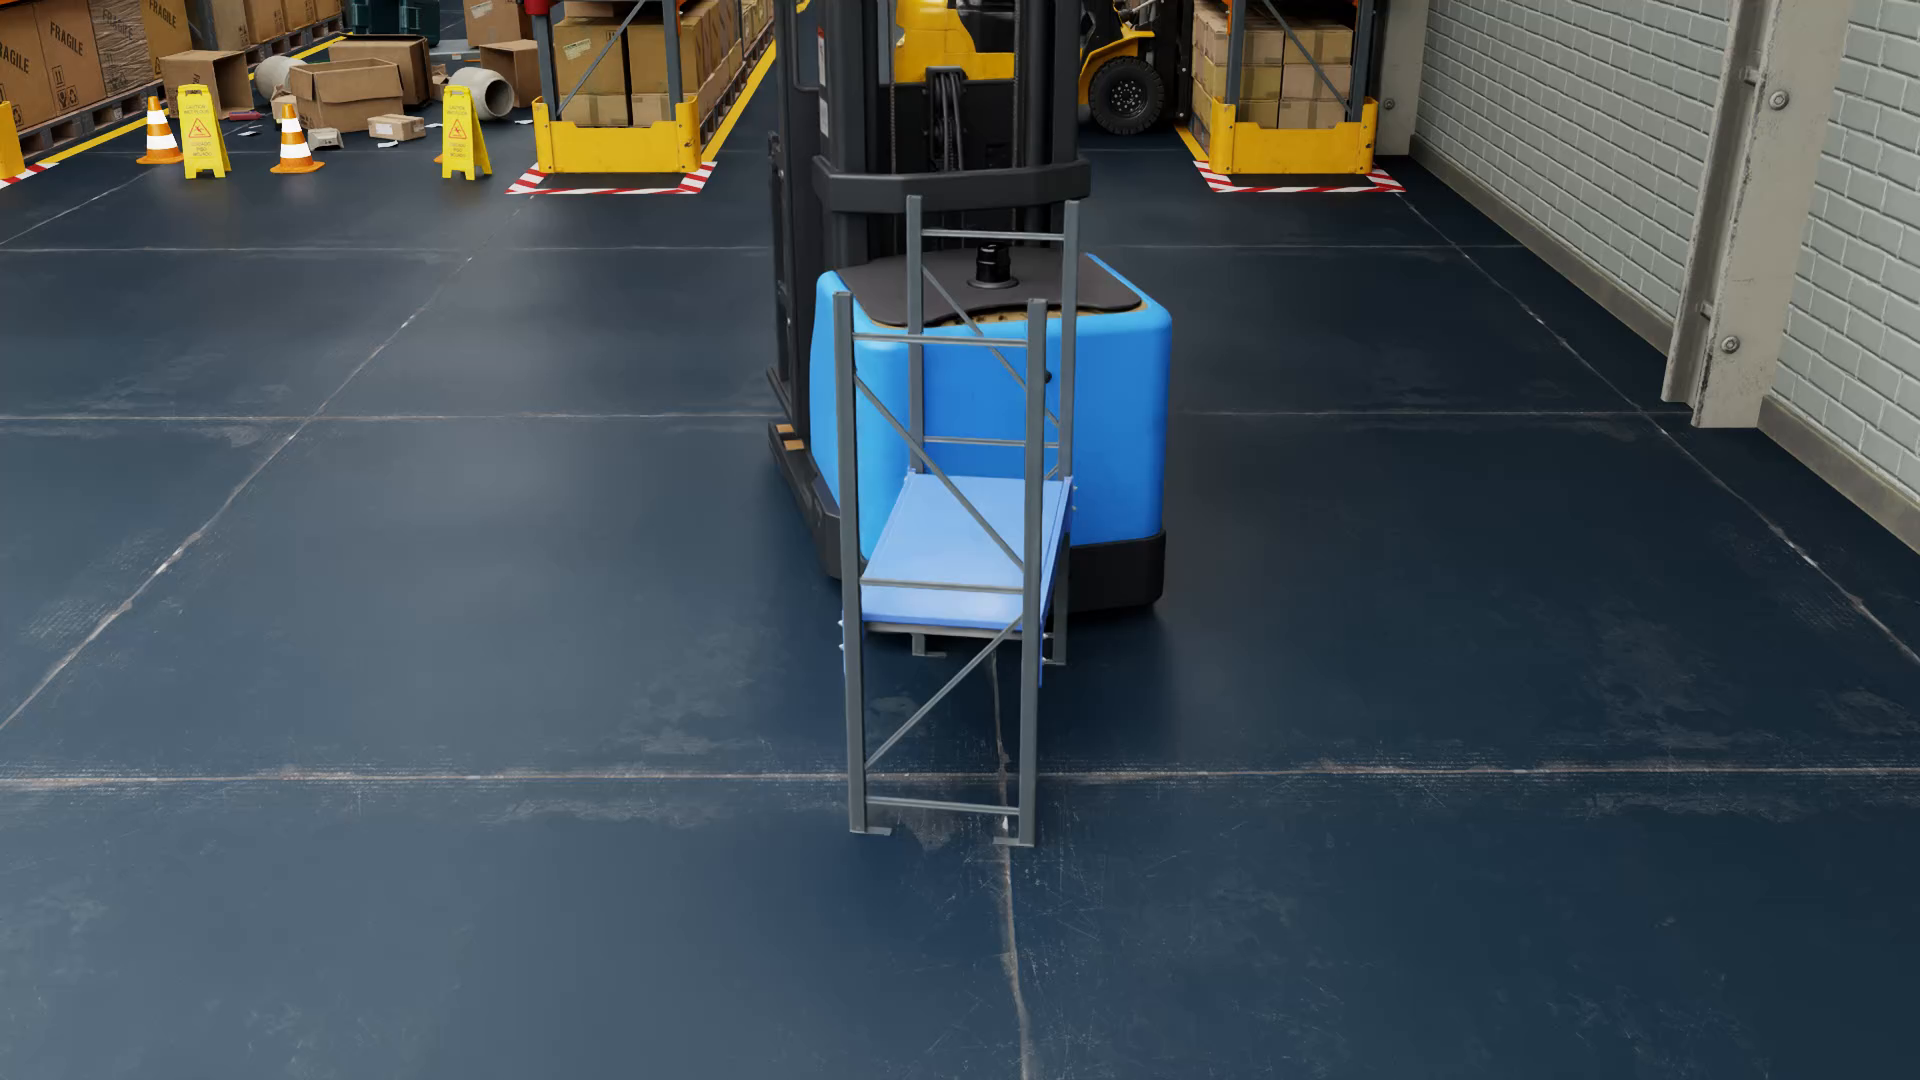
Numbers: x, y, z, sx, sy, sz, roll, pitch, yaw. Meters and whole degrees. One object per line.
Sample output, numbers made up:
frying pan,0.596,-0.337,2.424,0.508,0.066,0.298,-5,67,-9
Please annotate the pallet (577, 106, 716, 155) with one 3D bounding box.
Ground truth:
pallet,-2.494,-3.200,13.069,1.003,0.211,1.213,0,24,-1

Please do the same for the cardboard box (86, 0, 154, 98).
cardboard box,-7.562,-4.281,14.144,0.875,0.875,0.875,0,24,0

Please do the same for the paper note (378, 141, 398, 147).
paper note,-4.521,-3.132,13.138,0.148,0.019,0.142,-9,26,-19

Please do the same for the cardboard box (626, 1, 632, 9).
cardboard box,-2.861,-4.372,13.407,0.380,0.149,0.250,1,24,2

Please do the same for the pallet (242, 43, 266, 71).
pallet,-7.596,-4.736,16.465,1.003,0.211,1.213,0,24,-1

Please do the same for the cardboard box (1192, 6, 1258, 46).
cardboard box,2.100,-4.129,13.353,0.500,0.250,0.500,0,24,0

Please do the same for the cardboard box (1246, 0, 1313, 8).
cardboard box,2.625,-4.344,13.829,0.500,0.250,0.500,-1,24,-2

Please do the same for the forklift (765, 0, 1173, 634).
forklift,-0.177,-1.612,6.257,1.130,2.935,3.031,-6,25,-13

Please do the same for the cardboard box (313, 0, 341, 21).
cardboard box,-7.639,-6.252,18.653,1.050,0.750,0.750,-1,24,-1

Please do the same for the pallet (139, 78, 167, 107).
pallet,-7.582,-4.104,15.069,1.003,0.211,1.213,0,24,-1

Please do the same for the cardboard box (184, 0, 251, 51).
cardboard box,-7.609,-5.110,16.129,1.050,0.750,0.750,0,24,-1

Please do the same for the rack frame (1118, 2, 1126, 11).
rack frame,2.356,-7.425,19.026,1.000,3.000,0.127,0,24,-1

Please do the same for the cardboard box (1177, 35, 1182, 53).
cardboard box,2.102,-4.119,13.938,0.500,0.250,0.500,0,24,-1

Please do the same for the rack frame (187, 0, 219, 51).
rack frame,-7.512,-5.689,15.188,1.000,3.000,0.127,0,24,-1

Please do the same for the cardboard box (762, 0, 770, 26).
cardboard box,-2.595,-5.858,18.241,0.950,0.372,0.625,-1,24,-2

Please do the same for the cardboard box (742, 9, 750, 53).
cardboard box,-2.572,-4.963,16.262,0.950,0.372,0.625,0,24,0

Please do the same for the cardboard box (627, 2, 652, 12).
cardboard box,-2.797,-4.136,13.673,0.500,0.500,0.500,-1,24,-2

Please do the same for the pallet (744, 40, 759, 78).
pallet,-2.574,-4.803,16.613,1.003,0.211,1.213,0,24,-1

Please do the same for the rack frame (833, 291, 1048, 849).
rack frame,-0.047,0.119,4.167,0.500,1.500,0.032,3,25,7

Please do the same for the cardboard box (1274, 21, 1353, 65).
cardboard box,2.627,-3.721,12.451,0.500,0.250,0.500,-1,24,-1

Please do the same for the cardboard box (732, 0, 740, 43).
cardboard box,-2.289,-4.790,15.118,0.500,0.500,0.500,-1,24,-1

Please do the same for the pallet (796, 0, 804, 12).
pallet,-2.551,-6.957,21.376,1.003,0.211,1.213,0,24,-1

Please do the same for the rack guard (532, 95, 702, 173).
rack guard,-2.521,-2.997,12.269,1.175,0.500,0.348,0,24,-1

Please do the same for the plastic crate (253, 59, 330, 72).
plastic crate,-6.200,-4.368,15.610,0.450,0.188,0.662,3,22,31

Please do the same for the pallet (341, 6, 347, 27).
pallet,-7.563,-6.388,20.119,1.003,0.211,1.213,0,24,-1

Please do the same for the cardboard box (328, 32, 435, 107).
cardboard box,-5.089,-4.126,14.598,0.797,0.637,0.503,0,24,-1

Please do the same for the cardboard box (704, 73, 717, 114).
cardboard box,-2.250,-3.587,13.367,0.500,0.250,0.500,1,24,1

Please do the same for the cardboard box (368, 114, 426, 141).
cardboard box,-4.554,-3.336,13.446,0.380,0.149,0.250,13,27,27

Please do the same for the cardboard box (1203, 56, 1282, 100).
cardboard box,2.125,-3.494,12.555,0.500,0.250,0.500,-1,24,-1

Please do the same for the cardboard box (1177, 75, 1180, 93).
cardboard box,2.102,-3.884,14.024,0.500,0.250,0.500,1,24,1

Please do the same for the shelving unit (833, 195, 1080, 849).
shelving unit,0.024,-0.088,4.625,0.538,1.500,1.048,3,25,7

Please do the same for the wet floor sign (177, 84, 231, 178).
wet floor sign,-5.488,-2.965,12.022,0.267,0.644,0.232,-4,25,-10

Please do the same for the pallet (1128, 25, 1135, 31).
pallet,2.336,-5.313,17.741,1.003,0.211,1.213,0,24,-1

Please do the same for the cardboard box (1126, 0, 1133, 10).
cardboard box,2.349,-6.277,18.860,0.875,0.625,0.625,1,24,1

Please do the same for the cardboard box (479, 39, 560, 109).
cardboard box,-3.913,-4.167,14.854,0.500,0.500,0.500,19,30,35

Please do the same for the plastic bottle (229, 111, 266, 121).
plastic bottle,-6.070,-3.614,14.167,0.283,0.061,0.133,-9,26,-19

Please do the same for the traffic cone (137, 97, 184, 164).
traffic cone,-6.055,-3.110,12.564,0.336,0.463,0.334,0,24,-1

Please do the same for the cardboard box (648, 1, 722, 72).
cardboard box,-2.261,-4.150,13.703,0.500,0.500,0.500,0,24,0

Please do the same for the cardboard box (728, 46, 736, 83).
cardboard box,-2.273,-4.229,14.788,0.500,0.250,0.500,-1,24,-2

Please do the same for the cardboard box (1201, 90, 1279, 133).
cardboard box,2.122,-3.259,12.642,0.500,0.250,0.500,0,24,0

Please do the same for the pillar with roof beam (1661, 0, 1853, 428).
pillar with roof beam,-0.902,-4.661,5.635,9.100,9.000,0.400,0,24,-1
